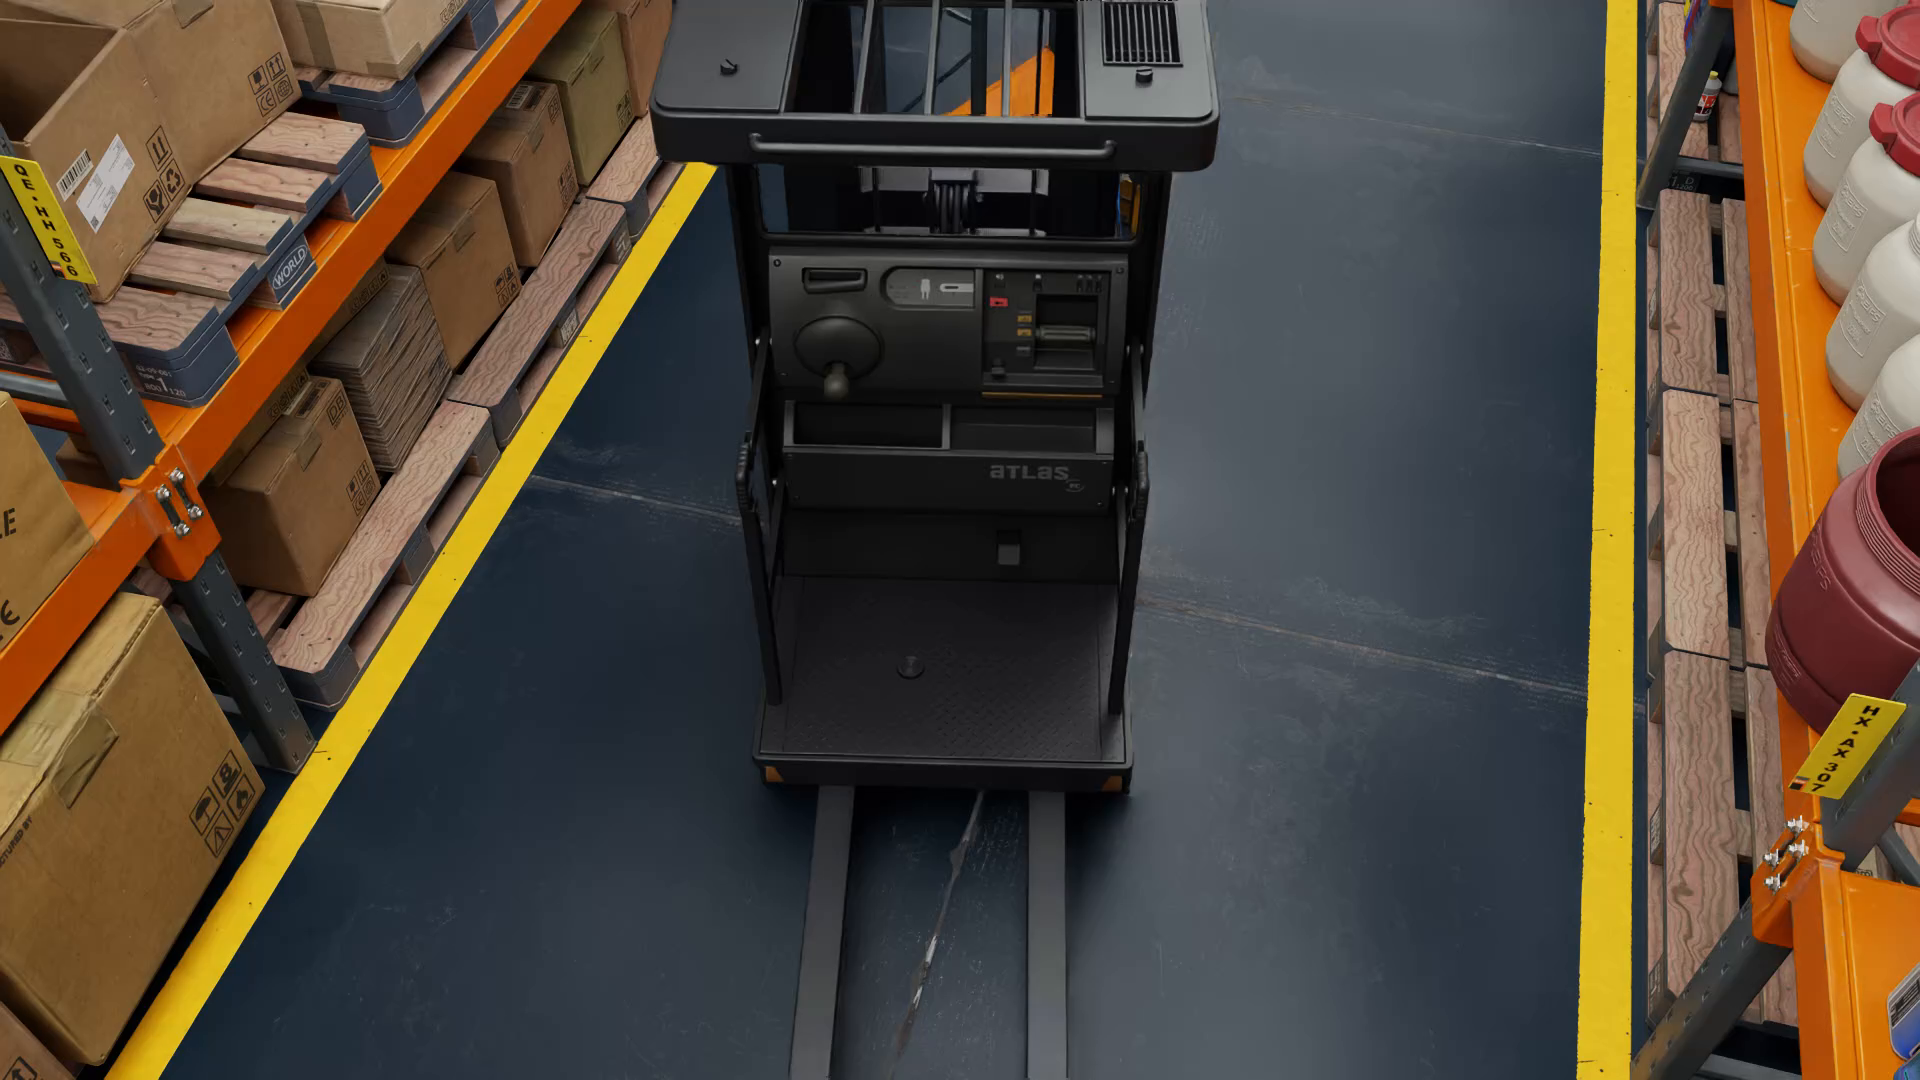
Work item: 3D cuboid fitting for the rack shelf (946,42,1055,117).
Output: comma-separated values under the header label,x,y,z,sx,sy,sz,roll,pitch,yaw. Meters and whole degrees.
label,x,y,z,sx,sy,sz,roll,pitch,yaw
rack shelf,0.220,-1.511,6.323,0.538,0.185,1.000,33,56,26

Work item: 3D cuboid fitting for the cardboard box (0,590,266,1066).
label,x,y,z,sx,sy,sz,roll,pitch,yaw
cardboard box,-2.702,0.650,4.313,1.225,0.875,0.875,9,49,8

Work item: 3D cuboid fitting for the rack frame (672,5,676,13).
label,x,y,z,sx,sy,sz,roll,pitch,yaw
rack frame,-1.448,-3.303,6.664,1.000,3.000,0.127,12,50,10

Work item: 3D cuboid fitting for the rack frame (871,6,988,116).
label,x,y,z,sx,sy,sz,roll,pitch,yaw
rack frame,-0.111,-1.341,5.933,0.500,1.500,0.032,33,56,26

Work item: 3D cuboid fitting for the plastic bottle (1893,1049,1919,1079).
label,x,y,z,sx,sy,sz,roll,pitch,yaw
plastic bottle,1.795,0.938,3.007,0.097,0.271,0.097,0,49,0

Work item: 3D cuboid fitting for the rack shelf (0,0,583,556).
label,x,y,z,sx,sy,sz,roll,pitch,yaw
rack shelf,-1.974,-1.618,5.657,1.077,0.370,4.000,12,50,10

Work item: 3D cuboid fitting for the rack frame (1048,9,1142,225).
label,x,y,z,sx,sy,sz,roll,pitch,yaw
rack frame,0.551,-1.919,6.444,0.500,1.500,0.032,33,56,26

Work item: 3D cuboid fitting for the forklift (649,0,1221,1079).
label,x,y,z,sx,sy,sz,roll,pitch,yaw
forklift,-0.036,-0.456,4.197,1.130,2.935,3.031,1,49,1

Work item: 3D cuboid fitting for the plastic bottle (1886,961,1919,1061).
label,x,y,z,sx,sy,sz,roll,pitch,yaw
plastic bottle,1.852,0.858,3.075,0.152,0.276,0.135,12,50,10

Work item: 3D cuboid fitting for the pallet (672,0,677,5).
label,x,y,z,sx,sy,sz,roll,pitch,yaw
pallet,-1.305,-2.873,8.145,1.003,0.211,1.213,12,50,10

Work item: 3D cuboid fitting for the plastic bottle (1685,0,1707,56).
label,x,y,z,sx,sy,sz,roll,pitch,yaw
plastic bottle,3.273,-2.256,7.214,0.144,0.351,0.185,9,49,8

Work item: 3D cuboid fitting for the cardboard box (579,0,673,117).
label,x,y,z,sx,sy,sz,roll,pitch,yaw
cardboard box,-1.630,-2.181,7.048,0.700,0.500,0.500,8,49,7

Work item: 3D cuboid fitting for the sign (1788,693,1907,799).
label,x,y,z,sx,sy,sz,roll,pitch,yaw
sign,1.745,0.410,3.278,0.100,0.325,0.005,12,50,10

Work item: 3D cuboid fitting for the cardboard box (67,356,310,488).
label,x,y,z,sx,sy,sz,roll,pitch,yaw
cardboard box,-2.353,-0.467,5.035,0.500,0.250,0.500,13,50,12

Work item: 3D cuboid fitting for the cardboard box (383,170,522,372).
label,x,y,z,sx,sy,sz,roll,pitch,yaw
cardboard box,-2.067,-1.032,6.034,0.700,0.500,0.500,15,50,13

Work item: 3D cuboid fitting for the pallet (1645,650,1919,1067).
label,x,y,z,sx,sy,sz,roll,pitch,yaw
pallet,2.519,0.938,4.781,1.003,0.211,1.213,12,50,10

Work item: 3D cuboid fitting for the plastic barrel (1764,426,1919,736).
label,x,y,z,sx,sy,sz,roll,pitch,yaw
plastic barrel,2.108,0.127,3.546,0.600,0.536,0.708,12,50,10

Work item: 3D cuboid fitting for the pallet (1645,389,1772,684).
label,x,y,z,sx,sy,sz,roll,pitch,yaw
pallet,2.842,0.058,5.558,1.003,0.211,1.213,12,50,10

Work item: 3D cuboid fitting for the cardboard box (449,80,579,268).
label,x,y,z,sx,sy,sz,roll,pitch,yaw
cardboard box,-1.921,-1.435,6.390,0.700,0.500,0.500,8,49,7

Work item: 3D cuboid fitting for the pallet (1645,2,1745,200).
label,x,y,z,sx,sy,sz,roll,pitch,yaw
pallet,3.548,-1.880,7.269,1.003,0.211,1.213,12,50,10

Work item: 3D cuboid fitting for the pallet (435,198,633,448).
label,x,y,z,sx,sy,sz,roll,pitch,yaw
pallet,-1.970,-0.931,6.431,1.003,0.211,1.213,12,50,10

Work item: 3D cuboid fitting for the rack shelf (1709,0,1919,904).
label,x,y,z,sx,sy,sz,roll,pitch,yaw
rack shelf,2.804,-0.641,4.795,1.077,0.370,4.000,12,50,10

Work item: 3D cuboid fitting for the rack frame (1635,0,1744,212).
label,x,y,z,sx,sy,sz,roll,pitch,yaw
rack frame,3.331,-2.325,5.802,1.000,3.000,0.127,12,50,10

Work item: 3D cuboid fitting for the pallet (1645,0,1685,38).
label,x,y,z,sx,sy,sz,roll,pitch,yaw
pallet,3.867,-2.765,8.050,1.003,0.211,1.213,12,50,10

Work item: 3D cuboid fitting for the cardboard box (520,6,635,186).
label,x,y,z,sx,sy,sz,roll,pitch,yaw
cardboard box,-1.774,-1.840,6.747,0.700,0.500,0.500,11,50,10

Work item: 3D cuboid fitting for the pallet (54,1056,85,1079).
label,x,y,z,sx,sy,sz,roll,pitch,yaw
pallet,-2.781,1.069,4.666,1.003,0.211,1.213,12,50,10

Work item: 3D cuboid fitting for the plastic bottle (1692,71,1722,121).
label,x,y,z,sx,sy,sz,roll,pitch,yaw
plastic bottle,3.126,-1.869,6.972,0.097,0.201,0.097,0,49,0

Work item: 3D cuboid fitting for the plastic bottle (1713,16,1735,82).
label,x,y,z,sx,sy,sz,roll,pitch,yaw
plastic bottle,3.222,-2.117,7.091,0.144,0.351,0.185,10,49,9

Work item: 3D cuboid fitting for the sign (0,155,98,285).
label,x,y,z,sx,sy,sz,roll,pitch,yaw
sign,-1.964,-0.686,3.582,0.100,0.325,0.005,12,50,10

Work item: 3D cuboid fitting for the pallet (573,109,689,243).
label,x,y,z,sx,sy,sz,roll,pitch,yaw
pallet,-1.651,-1.817,7.213,1.003,0.211,1.213,12,50,10

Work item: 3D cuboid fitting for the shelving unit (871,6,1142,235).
label,x,y,z,sx,sy,sz,roll,pitch,yaw
shelving unit,0.214,-1.625,6.184,0.587,1.500,1.083,33,56,26

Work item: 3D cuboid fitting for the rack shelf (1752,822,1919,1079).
label,x,y,z,sx,sy,sz,roll,pitch,yaw
rack shelf,1.751,2.253,2.241,1.077,0.370,4.000,12,50,10

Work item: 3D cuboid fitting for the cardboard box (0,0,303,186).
label,x,y,z,sx,sy,sz,roll,pitch,yaw
cardboard box,-2.346,-1.404,4.641,0.700,0.500,0.500,18,51,16

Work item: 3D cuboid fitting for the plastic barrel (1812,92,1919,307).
label,x,y,z,sx,sy,sz,roll,pitch,yaw
plastic barrel,2.560,-0.878,4.434,0.433,0.535,0.433,0,49,0

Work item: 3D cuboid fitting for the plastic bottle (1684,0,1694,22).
label,x,y,z,sx,sy,sz,roll,pitch,yaw
plastic bottle,3.358,-2.490,7.420,0.144,0.351,0.185,11,50,10

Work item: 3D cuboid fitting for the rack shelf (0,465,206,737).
label,x,y,z,sx,sy,sz,roll,pitch,yaw
rack shelf,-3.027,1.275,3.104,1.077,0.370,4.000,12,50,10

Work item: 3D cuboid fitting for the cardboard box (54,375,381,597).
label,x,y,z,sx,sy,sz,roll,pitch,yaw
cardboard box,-2.343,-0.217,5.314,0.700,0.500,0.500,9,49,8

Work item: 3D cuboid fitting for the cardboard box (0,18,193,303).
label,x,y,z,sx,sy,sz,roll,pitch,yaw
cardboard box,-2.397,-0.980,4.268,0.500,0.500,0.500,6,49,5

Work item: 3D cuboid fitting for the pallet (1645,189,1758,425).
label,x,y,z,sx,sy,sz,roll,pitch,yaw
pallet,3.161,-0.827,6.339,1.003,0.211,1.213,12,50,10

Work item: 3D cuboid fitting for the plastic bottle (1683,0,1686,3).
label,x,y,z,sx,sy,sz,roll,pitch,yaw
plastic bottle,3.404,-2.582,7.551,0.152,0.276,0.135,12,50,11

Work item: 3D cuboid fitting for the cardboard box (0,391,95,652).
label,x,y,z,sx,sy,sz,roll,pitch,yaw
cardboard box,-2.391,-0.037,3.715,0.500,0.500,0.500,13,50,11

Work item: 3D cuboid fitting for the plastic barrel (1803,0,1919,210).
label,x,y,z,sx,sy,sz,roll,pitch,yaw
plastic barrel,2.674,-1.191,4.710,0.433,0.535,0.433,0,49,0

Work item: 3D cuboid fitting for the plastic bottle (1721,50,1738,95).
label,x,y,z,sx,sy,sz,roll,pitch,yaw
plastic bottle,3.361,-2.089,7.066,0.144,0.351,0.185,12,50,10

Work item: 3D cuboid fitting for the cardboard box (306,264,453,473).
label,x,y,z,sx,sy,sz,roll,pitch,yaw
cardboard box,-2.210,-0.620,5.671,0.700,0.500,0.500,8,49,7

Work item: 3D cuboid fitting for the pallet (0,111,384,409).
label,x,y,z,sx,sy,sz,roll,pitch,yaw
pallet,-2.416,-0.883,4.656,1.213,0.211,1.003,12,50,10

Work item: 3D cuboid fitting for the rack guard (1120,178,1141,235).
label,x,y,z,sx,sy,sz,roll,pitch,yaw
rack guard,0.538,-1.495,6.902,0.587,0.250,0.087,33,56,26

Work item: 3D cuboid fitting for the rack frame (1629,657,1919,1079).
label,x,y,z,sx,sy,sz,roll,pitch,yaw
rack frame,2.278,0.568,3.248,1.000,3.000,0.127,12,50,10

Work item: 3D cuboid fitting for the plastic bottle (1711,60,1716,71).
label,x,y,z,sx,sy,sz,roll,pitch,yaw
plastic bottle,3.139,-1.985,7.020,0.061,0.283,0.133,14,50,12

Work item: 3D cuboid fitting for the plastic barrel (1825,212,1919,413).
label,x,y,z,sx,sy,sz,roll,pitch,yaw
plastic barrel,2.453,-0.560,4.169,0.421,0.512,0.421,0,49,0

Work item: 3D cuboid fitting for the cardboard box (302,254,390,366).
label,x,y,z,sx,sy,sz,roll,pitch,yaw
cardboard box,-2.223,-0.852,5.375,0.500,0.250,0.500,17,51,14

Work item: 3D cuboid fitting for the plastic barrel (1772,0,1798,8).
label,x,y,z,sx,sy,sz,roll,pitch,yaw
plastic barrel,2.937,-2.272,5.420,0.600,0.901,0.708,12,50,10

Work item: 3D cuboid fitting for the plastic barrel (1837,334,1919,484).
label,x,y,z,sx,sy,sz,roll,pitch,yaw
plastic barrel,2.343,-0.255,3.900,0.421,0.512,0.421,0,49,0

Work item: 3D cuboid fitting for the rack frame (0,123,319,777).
label,x,y,z,sx,sy,sz,roll,pitch,yaw
rack frame,-2.500,-0.410,4.111,1.000,3.000,0.127,12,50,10

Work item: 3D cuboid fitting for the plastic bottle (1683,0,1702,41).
label,x,y,z,sx,sy,sz,roll,pitch,yaw
plastic bottle,3.275,-2.360,7.350,0.061,0.283,0.133,15,50,13

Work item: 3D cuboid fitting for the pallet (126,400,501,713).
label,x,y,z,sx,sy,sz,roll,pitch,yaw
pallet,-2.293,-0.052,5.655,1.003,0.211,1.213,12,50,10

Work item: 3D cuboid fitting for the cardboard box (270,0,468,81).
label,x,y,z,sx,sy,sz,roll,pitch,yaw
cardboard box,-1.837,-1.666,5.039,0.500,0.250,0.500,10,49,9

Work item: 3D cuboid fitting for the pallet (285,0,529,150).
label,x,y,z,sx,sy,sz,roll,pitch,yaw
pallet,-2.019,-1.786,5.454,1.003,0.211,1.213,12,50,10

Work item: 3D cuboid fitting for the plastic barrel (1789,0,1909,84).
label,x,y,z,sx,sy,sz,roll,pitch,yaw
plastic barrel,2.867,-1.722,5.178,0.433,0.535,0.433,0,49,0
